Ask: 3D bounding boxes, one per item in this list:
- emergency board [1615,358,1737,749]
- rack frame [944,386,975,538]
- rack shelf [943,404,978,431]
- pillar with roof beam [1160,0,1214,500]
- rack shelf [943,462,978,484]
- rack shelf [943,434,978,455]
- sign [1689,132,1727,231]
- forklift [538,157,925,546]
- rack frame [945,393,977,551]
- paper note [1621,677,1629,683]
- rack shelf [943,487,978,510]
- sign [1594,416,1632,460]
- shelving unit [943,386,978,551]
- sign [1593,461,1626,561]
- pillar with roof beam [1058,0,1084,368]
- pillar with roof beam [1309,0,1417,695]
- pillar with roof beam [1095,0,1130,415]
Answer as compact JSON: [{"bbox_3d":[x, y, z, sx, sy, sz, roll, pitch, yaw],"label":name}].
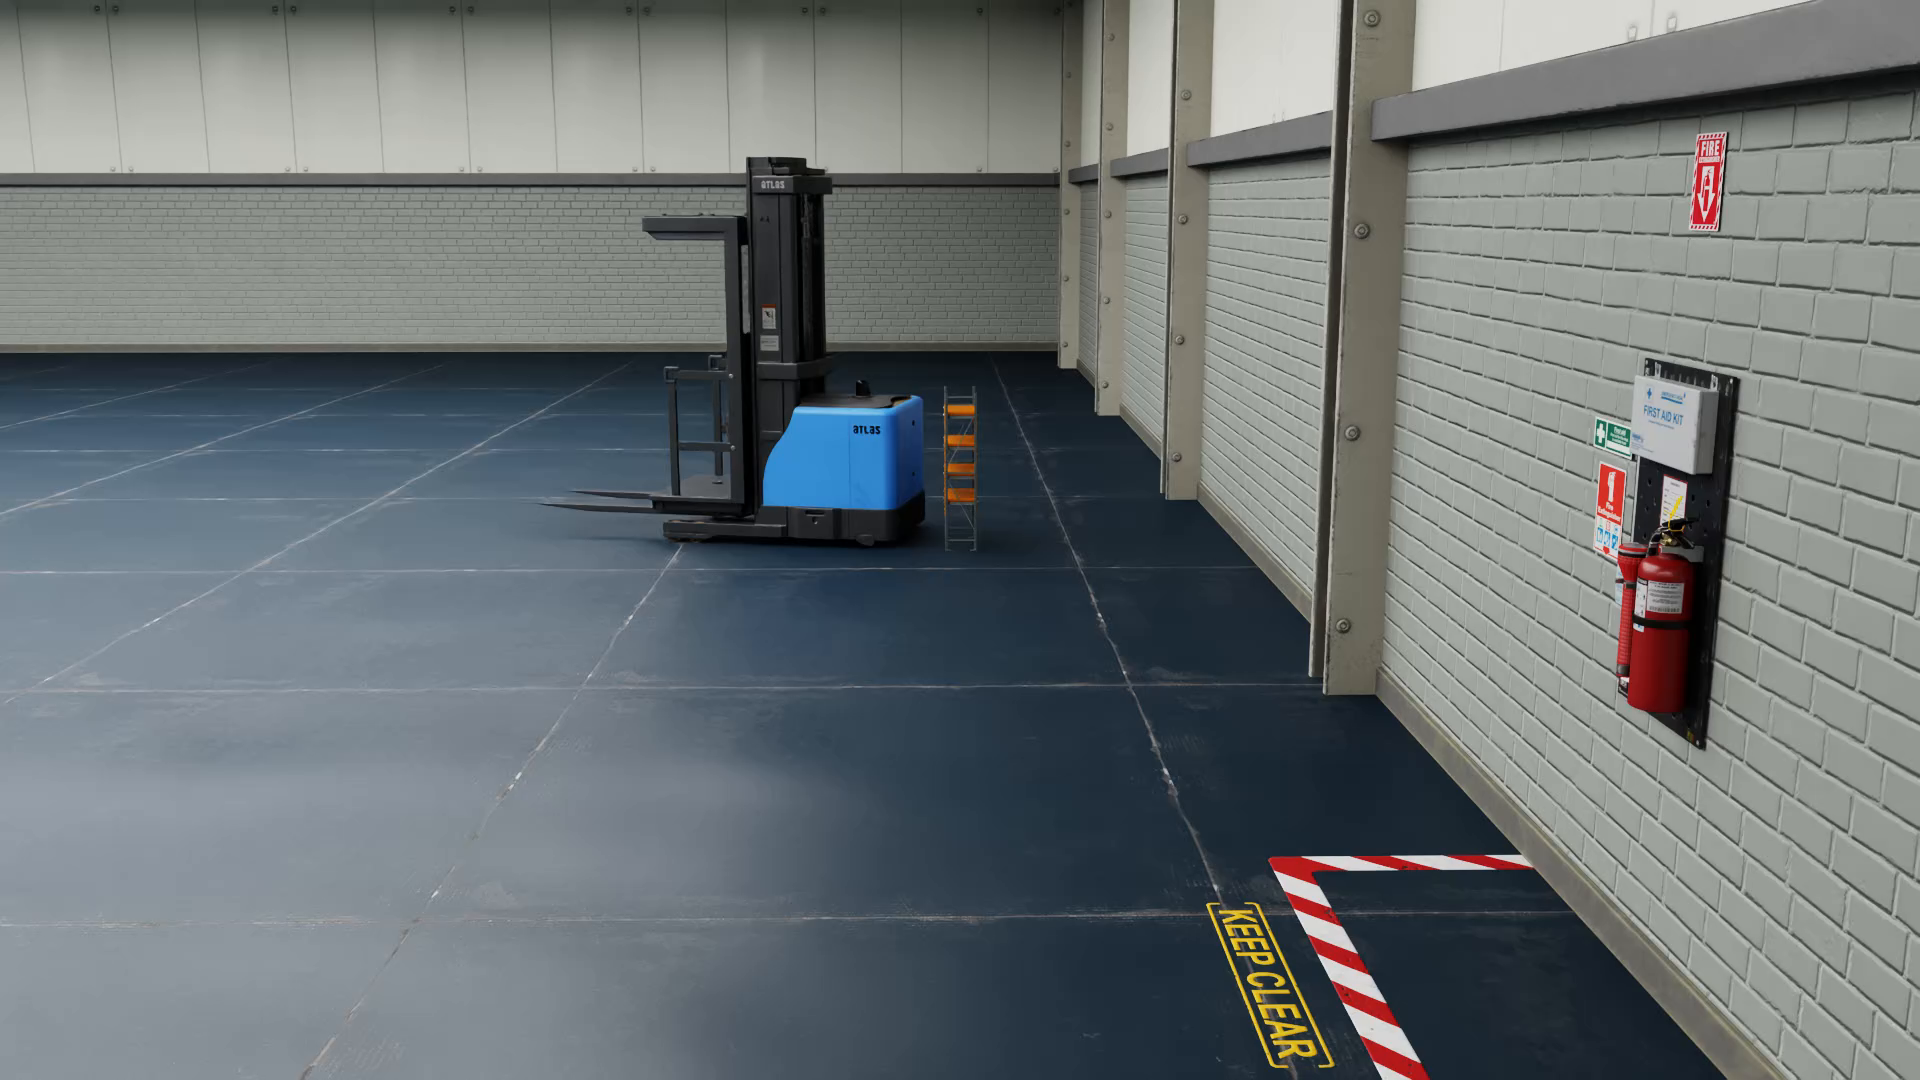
[{"bbox_3d":[2.227,0.024,5.396,0.194,1.169,0.643,0,11,-1],"label":"emergency board"},{"bbox_3d":[-0.002,-0.604,13.017,0.240,1.200,0.015,0,11,-1],"label":"rack frame"},{"bbox_3d":[0.003,-0.940,12.699,0.258,0.148,0.480,0,11,-1],"label":"rack shelf"},{"bbox_3d":[-2.312,-4.792,14.048,9.100,9.000,0.400,0,11,-1],"label":"pillar with roof beam"},{"bbox_3d":[0.003,-0.489,12.791,0.258,0.148,0.480,0,11,-1],"label":"rack shelf"},{"bbox_3d":[0.003,-0.708,12.747,0.258,0.148,0.480,0,11,-1],"label":"rack shelf"},{"bbox_3d":[2.326,-1.114,5.176,0.001,0.298,0.199,0,11,-1],"label":"sign"},{"bbox_3d":[-1.854,-1.516,13.162,3.031,2.935,1.130,2,12,11],"label":"forklift"},{"bbox_3d":[0.008,-0.507,12.539,0.240,1.200,0.015,0,11,-1],"label":"rack frame"},{"bbox_3d":[2.292,0.420,5.659,0.016,0.148,0.142,0,11,-1],"label":"paper note"},{"bbox_3d":[0.003,-0.295,12.830,0.258,0.148,0.480,0,11,-1],"label":"rack shelf"},{"bbox_3d":[2.310,-0.363,5.879,0.001,0.109,0.331,0,11,-1],"label":"sign"},{"bbox_3d":[0.003,-0.555,12.778,0.258,1.200,0.503,0,11,-1],"label":"shelving unit"},{"bbox_3d":[2.318,-0.104,5.937,0.001,0.329,0.234,0,11,-1],"label":"sign"},{"bbox_3d":[-2.560,-7.178,25.806,9.100,9.000,0.400,0,11,-1],"label":"pillar with roof beam"},{"bbox_3d":[-2.188,-3.600,8.169,9.100,9.000,0.400,0,11,-1],"label":"pillar with roof beam"},{"bbox_3d":[-2.436,-5.985,19.927,9.100,9.000,0.400,0,11,-1],"label":"pillar with roof beam"}]
